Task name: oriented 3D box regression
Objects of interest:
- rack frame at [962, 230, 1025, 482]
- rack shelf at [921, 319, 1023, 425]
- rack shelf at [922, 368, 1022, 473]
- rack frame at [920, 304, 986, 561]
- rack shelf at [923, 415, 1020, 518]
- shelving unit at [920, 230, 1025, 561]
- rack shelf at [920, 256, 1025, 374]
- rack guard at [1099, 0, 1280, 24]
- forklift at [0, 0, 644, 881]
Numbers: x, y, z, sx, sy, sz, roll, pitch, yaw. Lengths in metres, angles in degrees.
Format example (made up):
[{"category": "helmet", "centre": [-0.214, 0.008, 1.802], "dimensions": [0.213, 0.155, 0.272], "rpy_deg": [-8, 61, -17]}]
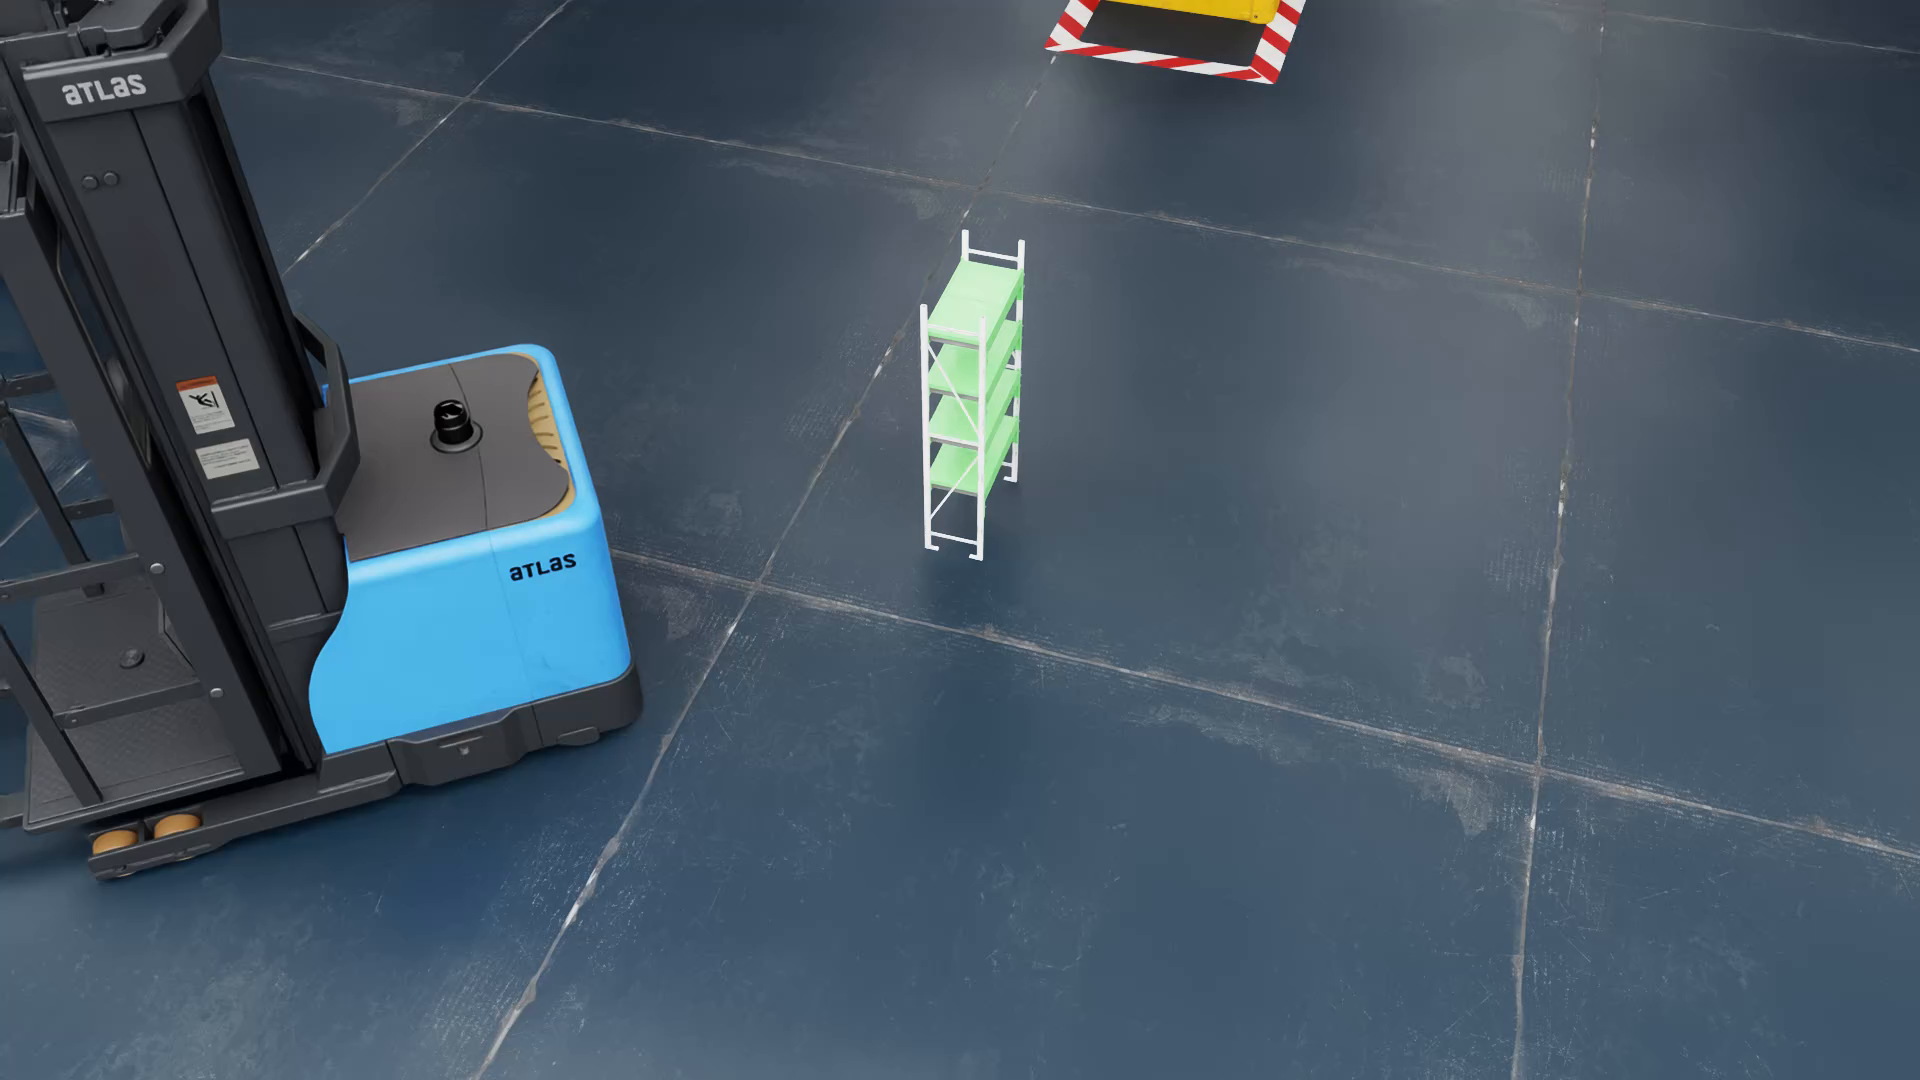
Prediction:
[{"category": "rack frame", "centre": [0.124, -0.702, 6.609], "dimensions": [0.240, 1.200, 0.015], "rpy_deg": [13, 46, 12]}, {"category": "rack shelf", "centre": [0.050, -0.665, 6.320], "dimensions": [0.258, 0.148, 0.480], "rpy_deg": [13, 46, 12]}, {"category": "rack shelf", "centre": [0.050, -0.494, 6.488], "dimensions": [0.258, 0.148, 0.480], "rpy_deg": [13, 46, 12]}, {"category": "rack frame", "centre": [-0.024, -0.377, 6.277], "dimensions": [0.240, 1.200, 0.015], "rpy_deg": [13, 46, 12]}, {"category": "rack shelf", "centre": [0.050, -0.322, 6.656], "dimensions": [0.258, 0.148, 0.480], "rpy_deg": [13, 46, 12]}, {"category": "shelving unit", "centre": [0.050, -0.539, 6.443], "dimensions": [0.258, 1.200, 0.503], "rpy_deg": [13, 46, 12]}, {"category": "rack shelf", "centre": [0.050, -0.837, 6.152], "dimensions": [0.258, 0.148, 0.480], "rpy_deg": [13, 46, 12]}, {"category": "rack guard", "centre": [1.341, -3.473, 9.942], "dimensions": [1.175, 0.500, 0.348], "rpy_deg": [13, 46, 13]}, {"category": "forklift", "centre": [-2.721, -0.335, 4.996], "dimensions": [3.031, 2.935, 1.130], "rpy_deg": [-14, 46, -14]}]
